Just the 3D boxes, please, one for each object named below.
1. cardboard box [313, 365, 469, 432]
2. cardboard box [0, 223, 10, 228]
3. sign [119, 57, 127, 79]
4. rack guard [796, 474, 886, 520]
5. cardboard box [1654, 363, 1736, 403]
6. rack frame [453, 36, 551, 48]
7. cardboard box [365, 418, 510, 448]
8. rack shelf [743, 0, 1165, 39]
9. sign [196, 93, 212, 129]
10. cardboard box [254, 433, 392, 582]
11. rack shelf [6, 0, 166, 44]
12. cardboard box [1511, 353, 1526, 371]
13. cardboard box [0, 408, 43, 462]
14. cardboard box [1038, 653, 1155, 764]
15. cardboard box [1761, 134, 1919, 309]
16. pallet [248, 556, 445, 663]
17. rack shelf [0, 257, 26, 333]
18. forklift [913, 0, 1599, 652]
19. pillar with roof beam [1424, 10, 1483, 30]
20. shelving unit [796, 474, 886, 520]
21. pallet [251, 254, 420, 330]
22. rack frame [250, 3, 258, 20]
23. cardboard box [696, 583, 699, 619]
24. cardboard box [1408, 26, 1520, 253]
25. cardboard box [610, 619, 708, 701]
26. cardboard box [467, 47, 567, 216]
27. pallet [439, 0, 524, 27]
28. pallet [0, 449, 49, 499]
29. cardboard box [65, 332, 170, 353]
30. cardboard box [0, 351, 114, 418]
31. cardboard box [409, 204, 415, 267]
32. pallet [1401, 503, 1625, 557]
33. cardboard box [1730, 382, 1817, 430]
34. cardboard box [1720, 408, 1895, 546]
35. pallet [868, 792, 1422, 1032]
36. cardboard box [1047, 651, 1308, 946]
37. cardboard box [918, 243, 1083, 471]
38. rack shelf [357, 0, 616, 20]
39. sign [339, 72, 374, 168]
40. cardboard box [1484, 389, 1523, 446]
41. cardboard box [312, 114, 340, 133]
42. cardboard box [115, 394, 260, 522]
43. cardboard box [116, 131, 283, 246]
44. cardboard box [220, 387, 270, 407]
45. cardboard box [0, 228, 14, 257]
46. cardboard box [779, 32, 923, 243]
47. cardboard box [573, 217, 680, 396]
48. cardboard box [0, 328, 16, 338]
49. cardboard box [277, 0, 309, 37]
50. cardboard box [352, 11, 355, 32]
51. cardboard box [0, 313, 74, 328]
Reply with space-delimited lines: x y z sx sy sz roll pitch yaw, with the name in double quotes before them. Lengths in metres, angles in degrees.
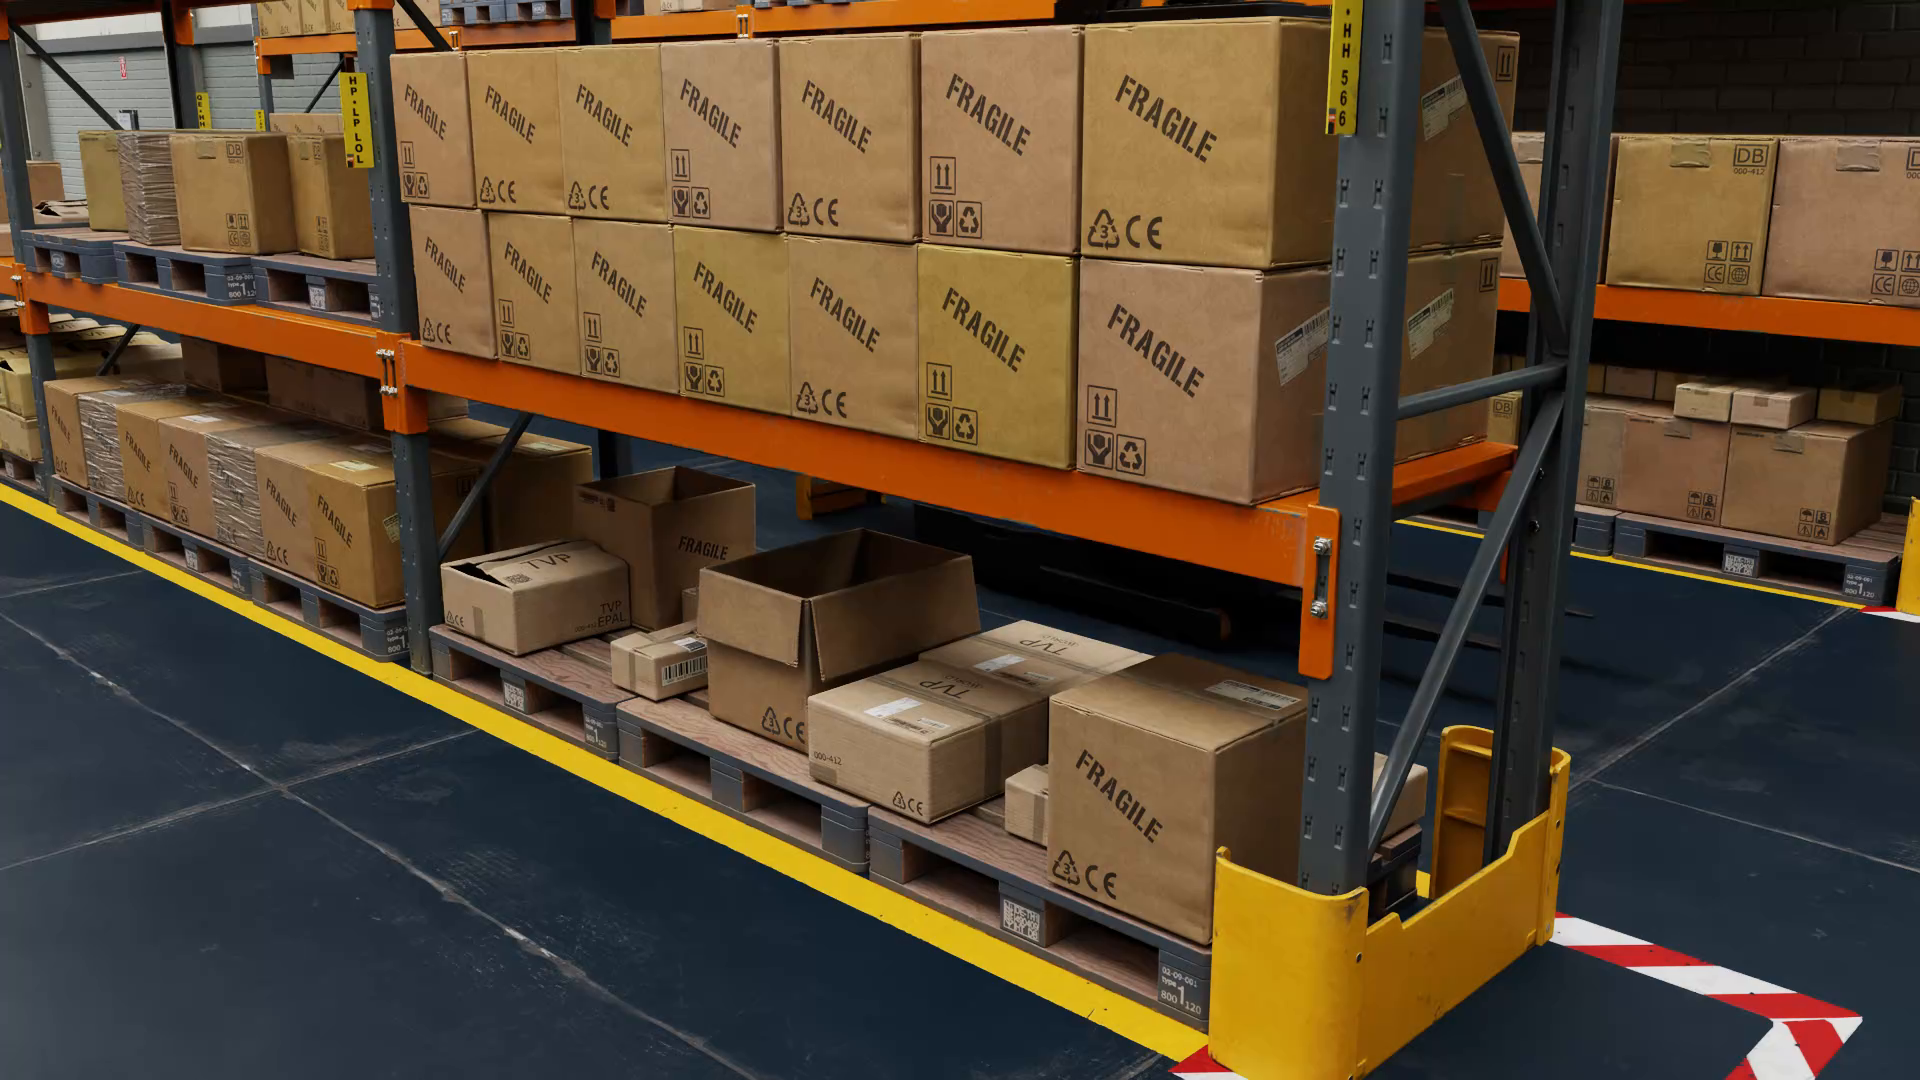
"cardboard box" -2.646 -0.692 7.737 0.500 0.250 0.500 14 20 42
"cardboard box" -5.584 -1.813 9.941 0.380 0.149 0.250 -13 19 -40
"sign" -11.854 -6.687 23.550 0.199 0.298 0.001 14 20 42
"rack guard" -0.642 -0.283 9.022 0.087 0.250 0.587 14 20 43
"cardboard box" 3.678 -0.780 8.316 0.250 0.149 0.380 14 20 43
"rack frame" -4.071 -3.322 15.232 0.127 3.000 1.000 14 20 42
"cardboard box" -2.318 -0.245 7.510 0.500 0.500 0.500 14 20 43
"rack shelf" 0.249 -3.375 10.914 4.000 0.370 1.077 14 20 42
"sign" -4.257 -2.344 9.340 0.005 0.325 0.100 14 20 42
"cardboard box" -2.652 -0.148 7.134 0.500 0.500 0.500 14 20 42
"rack shelf" -6.067 -3.175 10.148 4.000 0.370 1.077 14 20 42
"cardboard box" 3.128 -0.914 8.829 0.250 0.149 0.380 13 20 41
"cardboard box" -5.175 -0.642 9.569 0.500 0.250 0.500 -14 20 -43
"cardboard box" 0.578 0.562 4.908 0.500 0.250 0.500 14 20 42
"cardboard box" 4.194 -1.454 7.469 0.980 0.700 0.700 -13 20 -42
"pallet" -2.359 0.192 7.277 1.213 0.211 1.003 14 20 42
"rack shelf" -6.067 -1.724 10.526 4.000 0.370 1.077 14 20 42
"forklift" 1.176 -1.127 6.946 3.031 2.935 1.130 14 20 43
"pillar with roof beam" -0.195 -4.078 6.235 0.400 9.000 9.100 14 20 42
"shelving unit" -0.289 -0.799 8.524 1.083 1.500 0.587 14 20 43
"pallet" -2.247 -1.089 7.042 1.213 0.211 1.003 14 20 42
"rack frame" -6.950 -6.925 17.162 0.127 3.000 1.000 14 20 42
"cardboard box" -0.600 0.246 6.000 0.500 0.311 0.500 14 20 42
"cardboard box" 0.996 -0.980 4.061 0.500 0.500 0.500 -14 20 -42
"cardboard box" -0.966 0.399 5.700 0.250 0.166 0.380 14 20 42
"cardboard box" -1.232 -1.330 5.408 0.500 0.500 0.500 13 19 40
"pallet" -3.700 -4.555 14.388 1.003 0.211 1.213 14 20 42
"pallet" -5.192 -0.524 10.023 1.213 0.211 1.003 14 20 42
"cardboard box" -5.184 -1.101 10.218 0.500 0.311 0.500 13 19 41
"cardboard box" -5.175 -0.913 9.495 0.500 0.311 0.500 -14 20 -43
"cardboard box" -1.933 -1.397 6.814 0.500 0.500 0.700 7 16 24
"pallet" 3.064 -0.211 8.825 1.213 0.211 1.003 14 20 42
"cardboard box" 3.776 -0.623 7.712 0.250 0.149 0.380 13 20 42
"cardboard box" 3.994 -0.320 7.834 0.500 0.500 0.700 14 20 42
"pallet" 0.503 0.875 4.656 1.213 0.211 1.003 14 20 42
"cardboard box" 0.570 0.624 4.172 0.500 0.500 0.500 14 20 42
"cardboard box" 0.245 -0.489 4.163 0.500 0.500 0.500 14 20 43
"rack shelf" -0.308 -1.775 4.774 4.000 0.370 1.077 14 20 42
"sign" -2.130 -1.481 5.870 0.005 0.325 0.100 14 20 42
"cardboard box" 2.883 -0.587 8.861 0.700 0.500 0.500 -14 20 -43
"cardboard box" -6.099 -4.004 16.620 0.500 0.500 0.500 13 19 40
"cardboard box" -3.759 -0.414 8.159 0.500 0.500 0.500 13 20 41
"cardboard box" -3.569 -1.689 7.934 0.700 0.500 0.500 -10 18 -34
"cardboard box" -3.418 -0.514 8.539 0.500 0.500 0.500 13 19 40
"cardboard box" -5.466 -1.708 9.535 0.250 0.149 0.380 14 20 42
"cardboard box" -0.120 -1.060 4.371 0.500 0.500 0.500 -14 20 -43
"cardboard box" -0.840 -0.755 5.181 0.500 0.500 0.500 14 20 42
"cardboard box" -6.274 -1.180 10.519 0.500 0.311 0.500 -14 20 -43
"cardboard box" -6.521 -5.327 16.741 0.500 0.500 0.500 -13 19 -41
"cardboard box" -5.386 -5.056 15.700 0.500 0.500 0.500 13 19 40
"cardboard box" -6.279 -1.370 11.247 0.500 0.311 0.500 14 20 42
